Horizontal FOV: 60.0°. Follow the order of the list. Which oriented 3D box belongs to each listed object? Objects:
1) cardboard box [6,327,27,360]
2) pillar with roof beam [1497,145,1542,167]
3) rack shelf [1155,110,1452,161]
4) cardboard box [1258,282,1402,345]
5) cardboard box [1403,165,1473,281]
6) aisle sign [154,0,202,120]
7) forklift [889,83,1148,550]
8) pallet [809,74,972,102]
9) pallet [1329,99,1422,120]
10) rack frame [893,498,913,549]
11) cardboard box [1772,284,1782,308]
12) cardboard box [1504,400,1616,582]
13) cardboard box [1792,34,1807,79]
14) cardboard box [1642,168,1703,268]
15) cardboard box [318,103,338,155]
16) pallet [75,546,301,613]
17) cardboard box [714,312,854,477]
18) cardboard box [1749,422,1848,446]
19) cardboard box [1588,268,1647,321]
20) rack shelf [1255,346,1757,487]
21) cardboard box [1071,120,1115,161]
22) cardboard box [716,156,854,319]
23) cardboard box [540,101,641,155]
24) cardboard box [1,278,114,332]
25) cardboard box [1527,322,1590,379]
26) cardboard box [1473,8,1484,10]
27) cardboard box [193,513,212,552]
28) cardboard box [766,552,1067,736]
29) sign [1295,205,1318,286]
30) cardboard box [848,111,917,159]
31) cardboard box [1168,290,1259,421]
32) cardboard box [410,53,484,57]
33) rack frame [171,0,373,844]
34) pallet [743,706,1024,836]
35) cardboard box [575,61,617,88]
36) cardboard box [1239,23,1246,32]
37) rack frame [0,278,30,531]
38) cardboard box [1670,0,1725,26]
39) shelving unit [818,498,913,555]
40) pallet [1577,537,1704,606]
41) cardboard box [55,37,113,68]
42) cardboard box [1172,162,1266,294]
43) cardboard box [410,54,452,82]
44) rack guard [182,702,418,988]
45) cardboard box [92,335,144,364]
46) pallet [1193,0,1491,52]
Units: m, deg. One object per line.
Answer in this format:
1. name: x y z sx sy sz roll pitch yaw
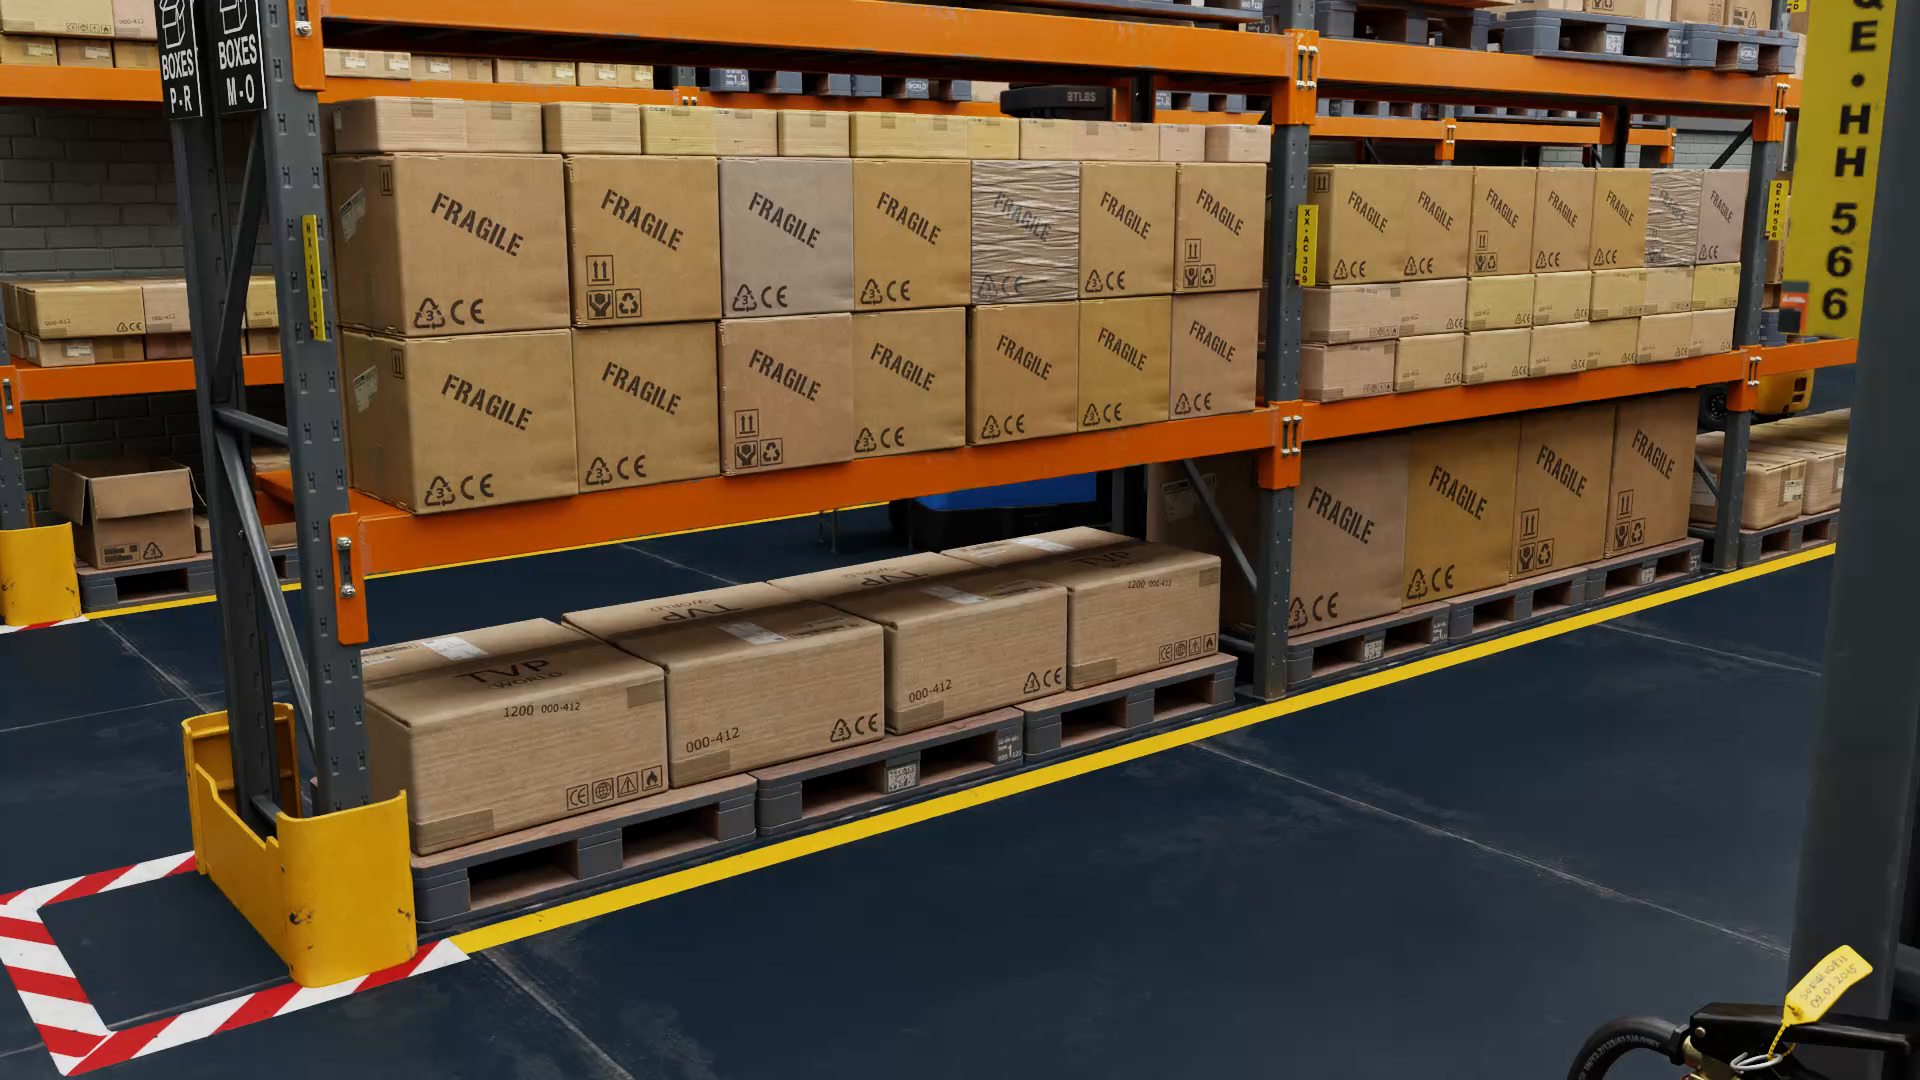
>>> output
1. cardboard box: -5.060 -1.088 9.135 0.250 0.149 0.380 -10 15 -38
2. pillar with roof beam: 8.925 -5.492 14.830 0.400 9.000 9.100 -9 15 -38
3. rack shelf: 2.657 -3.537 14.575 4.000 0.370 1.077 -9 15 -38
4. cardboard box: 1.596 -1.021 7.374 0.500 0.250 0.500 -10 16 -39
5. cardboard box: 1.979 -1.458 7.624 0.500 0.500 0.500 -10 15 -38
6. aisle sign: -2.297 -1.632 4.835 0.004 0.787 0.394 -9 15 -38
7. forklift: 1.110 -1.501 10.640 3.031 2.935 1.130 -4 13 -18
8. pallet: -0.667 -3.227 11.835 1.003 0.211 1.213 -9 15 -38
9. pallet: 3.539 -3.938 15.194 1.217 0.209 0.805 -10 16 -40
10. rack frame: -0.365 -1.009 10.323 0.015 2.100 0.400 -4 13 -18
11. cardboard box: 4.811 -1.483 9.987 0.250 0.149 0.380 -11 16 -41
12. cardboard box: 2.909 -0.333 9.078 0.875 0.875 0.875 -9 15 -37
13. cardboard box: 4.751 -2.806 9.722 0.258 0.266 0.396 -9 15 -38
14. cardboard box: 3.564 -1.718 8.851 0.500 0.500 0.500 -9 15 -37
15. cardboard box: -1.892 -1.254 5.103 0.250 0.149 0.380 -9 15 -37
16. pallet: -4.470 0.127 9.525 1.213 0.211 1.003 -9 15 -38
17. cardboard box: -0.707 -0.517 5.603 0.500 0.500 0.500 -10 15 -38
18. cardboard box: 5.814 -0.544 11.284 0.625 0.372 0.950 -9 15 -36
19. cardboard box: 3.195 -1.288 8.630 0.500 0.250 0.500 -10 16 -39
20. rack shelf: 2.638 -0.746 8.654 4.000 0.370 1.077 -9 15 -38
21. cardboard box: 0.373 -1.519 6.352 0.250 0.149 0.380 -10 15 -38
22. cardboard box: -0.698 -1.010 5.515 0.500 0.500 0.500 -10 15 -38
23. cardboard box: -1.162 -1.237 5.022 0.250 0.149 0.380 -9 15 -36
24. cardboard box: -4.958 -1.299 9.170 0.500 0.250 0.500 -9 15 -36
25. cardboard box: 2.794 -0.974 8.356 0.500 0.250 0.500 -10 15 -39
26. cardboard box: 2.459 -2.667 8.296 0.250 0.166 0.380 -8 14 -33
27. cardboard box: -4.258 -0.048 9.485 0.250 0.149 0.380 -10 16 -40
28. cardboard box: -0.180 0.390 6.730 0.875 0.438 0.875 -10 16 -39
29. sign: 1.424 -1.211 6.835 0.005 0.325 0.100 -9 15 -38
30. cardboard box: -0.360 -1.370 5.652 0.250 0.149 0.380 -10 16 -39
31. cardboard box: 0.874 -0.786 6.868 0.500 0.500 0.500 -9 15 -37
32. cardboard box: -3.055 -2.946 9.703 0.500 0.250 0.500 -9 15 -36
33. rack frame: -2.047 -0.320 4.912 0.127 3.000 1.000 -9 15 -38
34. pallet: -0.520 0.771 6.492 1.213 0.211 1.003 -9 15 -38
35. cardboard box: -2.317 -2.862 10.268 0.250 0.149 0.380 -9 15 -38
36. cardboard box: 2.145 -4.069 13.855 0.500 0.500 0.700 -10 15 -39
37. rack frame: -5.151 -1.124 8.701 0.127 3.000 1.000 -9 15 -38
38. cardboard box: 3.545 -2.920 8.685 0.500 0.500 0.700 -10 16 -40
39. shelving unit: -0.597 -0.993 10.249 0.503 2.100 0.431 -4 13 -18
40. pallet: 3.537 0.096 9.666 1.213 0.211 1.003 -9 15 -38
41. cardboard box: -4.569 -2.510 8.613 0.250 0.149 0.380 -9 15 -37
42. cardboard box: 0.880 -1.271 6.743 0.500 0.500 0.500 -10 15 -38
43. cardboard box: -3.147 -2.734 9.664 0.250 0.149 0.380 -9 15 -37
44. rack guard: -2.066 0.906 5.157 0.348 0.500 1.175 -9 15 -38
45. cardboard box: -4.553 -1.040 8.910 0.250 0.149 0.380 -9 15 -36
46. pallet: 1.761 -2.339 7.663 1.217 0.209 0.805 -10 16 -40
